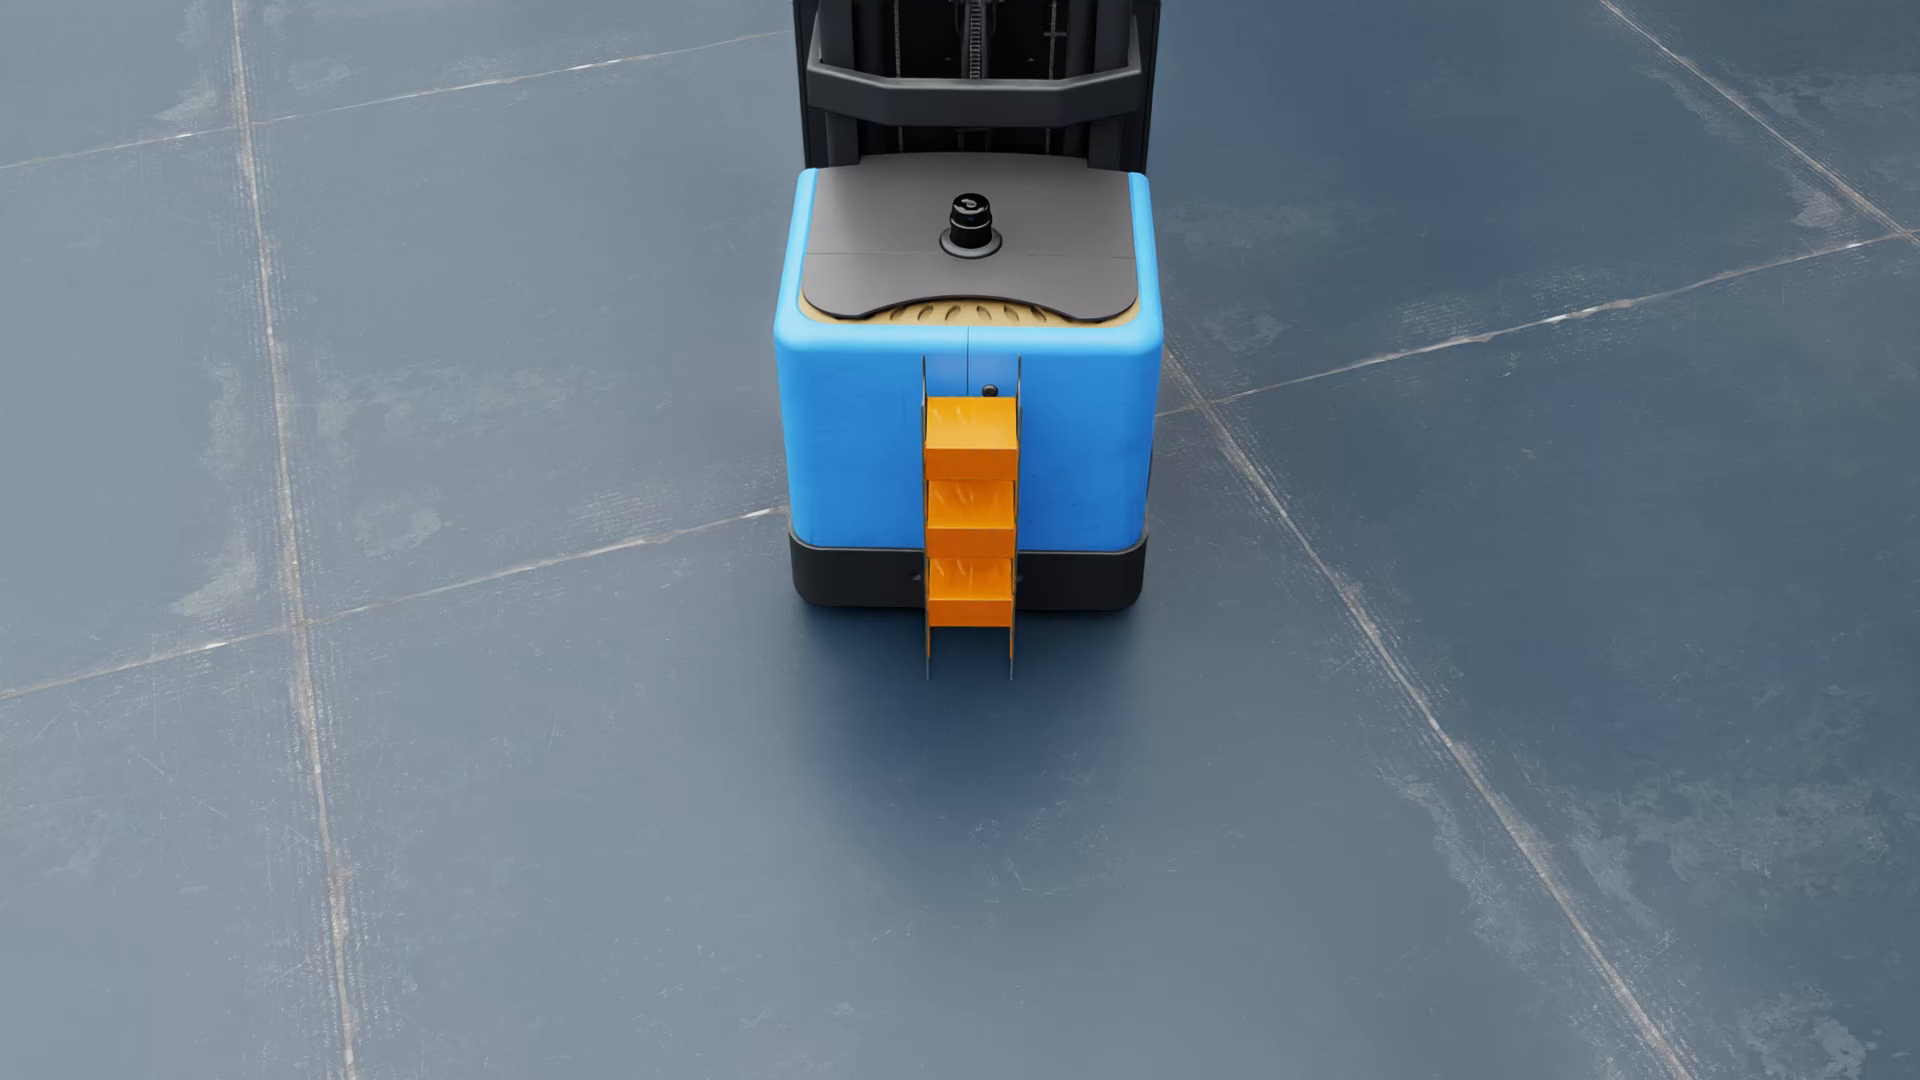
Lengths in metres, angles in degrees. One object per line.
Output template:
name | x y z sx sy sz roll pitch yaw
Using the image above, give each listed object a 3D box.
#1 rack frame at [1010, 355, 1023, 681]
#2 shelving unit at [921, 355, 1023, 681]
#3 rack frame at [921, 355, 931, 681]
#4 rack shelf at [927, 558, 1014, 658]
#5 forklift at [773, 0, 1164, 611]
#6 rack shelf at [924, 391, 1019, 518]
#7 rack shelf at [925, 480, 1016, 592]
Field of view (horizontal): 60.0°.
rack frame | 0.151 -0.030 4.538 0.008 1.050 0.200 0 45 0
shelving unit | 0.029 -0.030 4.539 0.252 1.050 0.215 0 45 0
rack frame | -0.093 -0.031 4.540 0.008 1.050 0.200 0 45 0
rack shelf | 0.029 0.173 4.743 0.240 0.259 0.215 0 45 0
forklift | 0.055 -1.852 5.027 1.130 2.935 3.031 1 45 1
rack shelf | 0.029 -0.223 4.346 0.240 0.259 0.215 0 45 0
rack shelf | 0.029 -0.023 4.547 0.240 0.259 0.215 0 45 0
